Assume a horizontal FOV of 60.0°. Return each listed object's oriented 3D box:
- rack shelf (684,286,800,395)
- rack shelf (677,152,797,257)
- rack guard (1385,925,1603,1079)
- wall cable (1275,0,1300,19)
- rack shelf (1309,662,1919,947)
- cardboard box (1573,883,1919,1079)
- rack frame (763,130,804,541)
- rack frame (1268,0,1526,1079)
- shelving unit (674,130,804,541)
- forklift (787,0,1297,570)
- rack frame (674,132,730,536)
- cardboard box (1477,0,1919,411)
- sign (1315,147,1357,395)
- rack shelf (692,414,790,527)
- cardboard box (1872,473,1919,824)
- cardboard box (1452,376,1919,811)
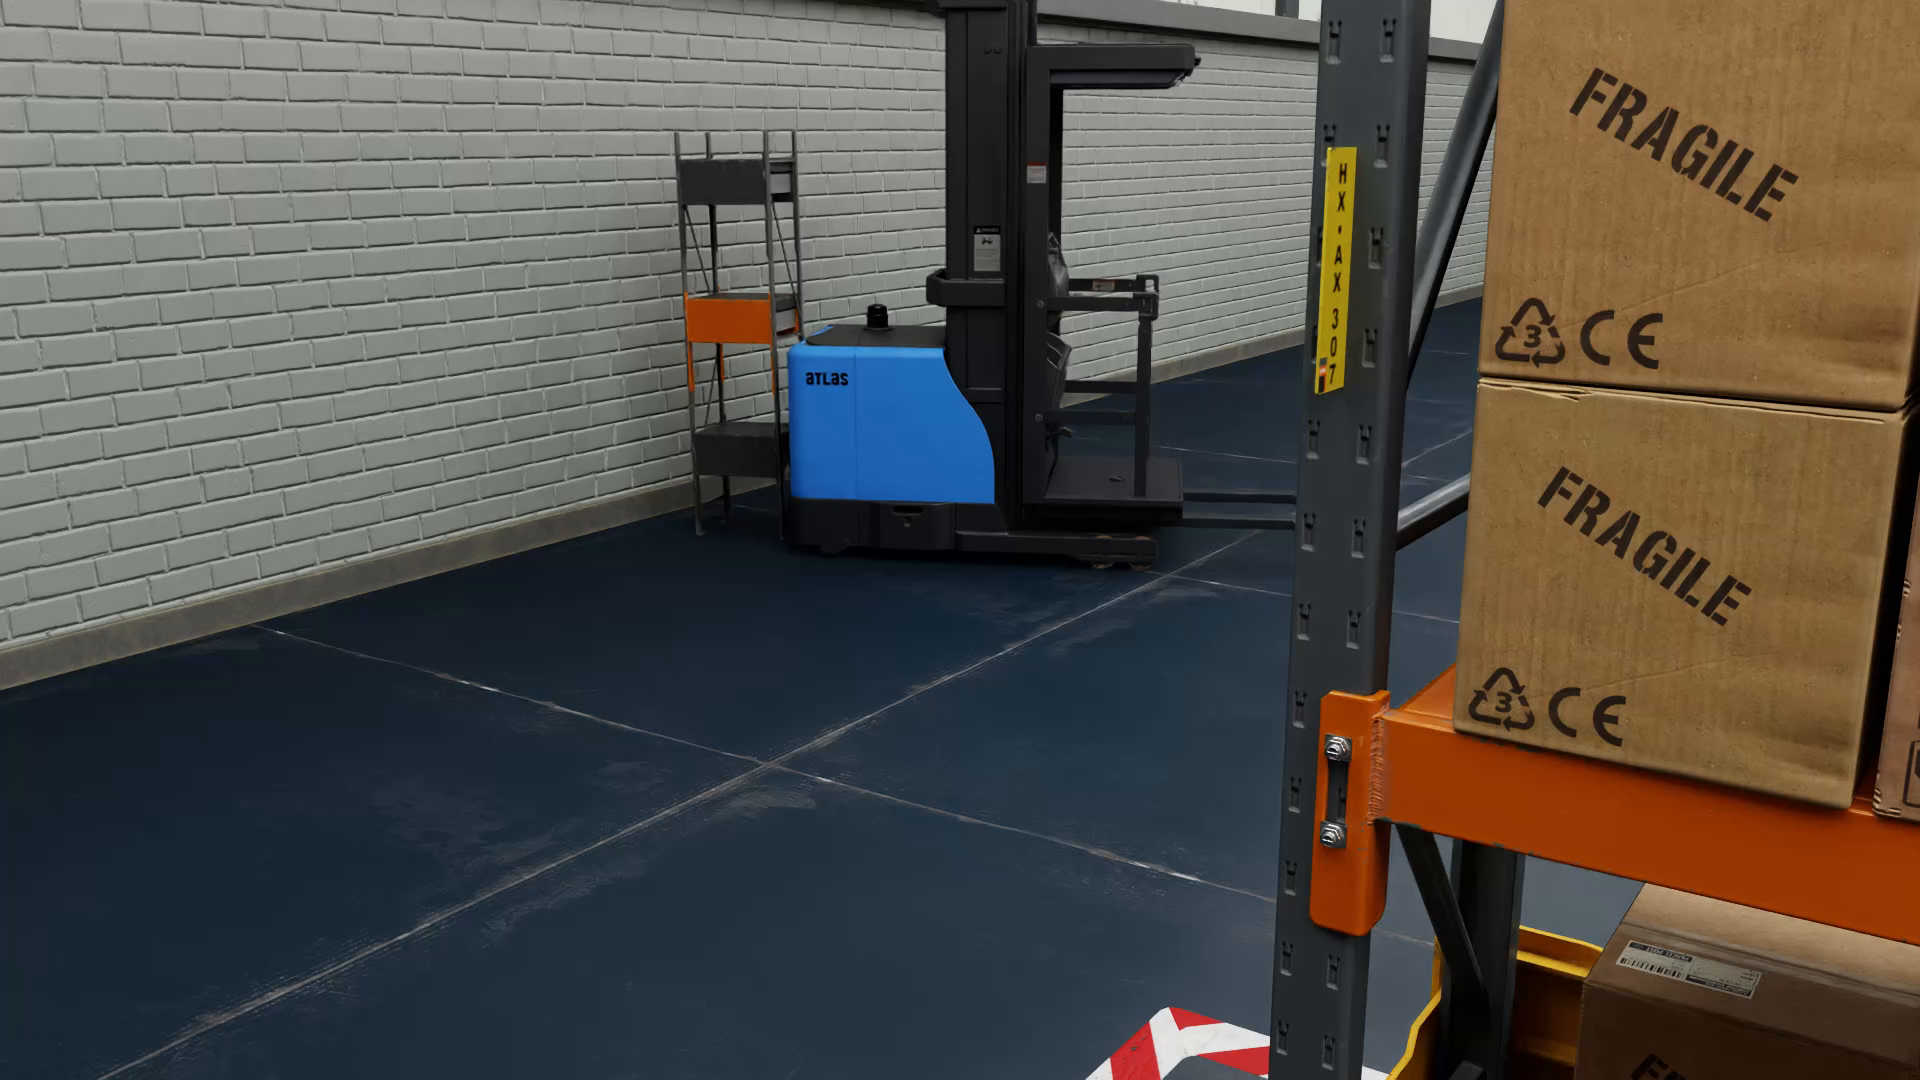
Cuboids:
[{"bbox_3d":[-1.130,-1.060,8.767,0.480,0.518,0.431,3,14,17],"label":"rack shelf"},{"bbox_3d":[-1.142,-1.741,8.606,0.480,0.518,0.431,3,14,17],"label":"rack shelf"},{"bbox_3d":[0.875,1.172,3.050,0.348,0.500,1.175,9,17,33],"label":"rack guard"},{"bbox_3d":[3.576,-7.946,15.500,0.120,5.999,2.277,9,17,33],"label":"wall cable"},{"bbox_3d":[2.472,0.565,1.794,4.000,0.370,1.077,9,17,33],"label":"rack shelf"},{"bbox_3d":[1.401,0.972,2.942,0.500,0.500,0.500,9,17,33],"label":"cardboard box"},{"bbox_3d":[-0.897,-1.061,8.693,0.015,2.100,0.400,3,14,17],"label":"rack frame"},{"bbox_3d":[0.811,-0.051,2.788,0.053,2.616,0.949,9,17,33],"label":"rack frame"},{"bbox_3d":[-1.131,-1.073,8.764,0.503,2.100,0.431,3,14,17],"label":"shelving unit"},{"bbox_3d":[0.680,-1.411,8.422,3.031,2.935,1.130,2,14,7],"label":"forklift"},{"bbox_3d":[-1.364,-1.086,8.835,0.015,2.100,0.400,3,14,17],"label":"rack frame"},{"bbox_3d":[1.033,-0.474,2.206,0.500,0.500,0.500,10,17,34],"label":"cardboard box"},{"bbox_3d":[0.510,-0.364,2.250,0.005,0.325,0.100,9,17,33],"label":"sign"},{"bbox_3d":[-1.118,-0.379,8.928,0.480,0.518,0.431,3,14,17],"label":"rack shelf"},{"bbox_3d":[1.465,0.080,2.051,0.500,0.500,0.500,9,17,32],"label":"cardboard box"},{"bbox_3d":[1.033,0.012,2.326,0.500,0.500,0.500,10,17,34],"label":"cardboard box"}]
